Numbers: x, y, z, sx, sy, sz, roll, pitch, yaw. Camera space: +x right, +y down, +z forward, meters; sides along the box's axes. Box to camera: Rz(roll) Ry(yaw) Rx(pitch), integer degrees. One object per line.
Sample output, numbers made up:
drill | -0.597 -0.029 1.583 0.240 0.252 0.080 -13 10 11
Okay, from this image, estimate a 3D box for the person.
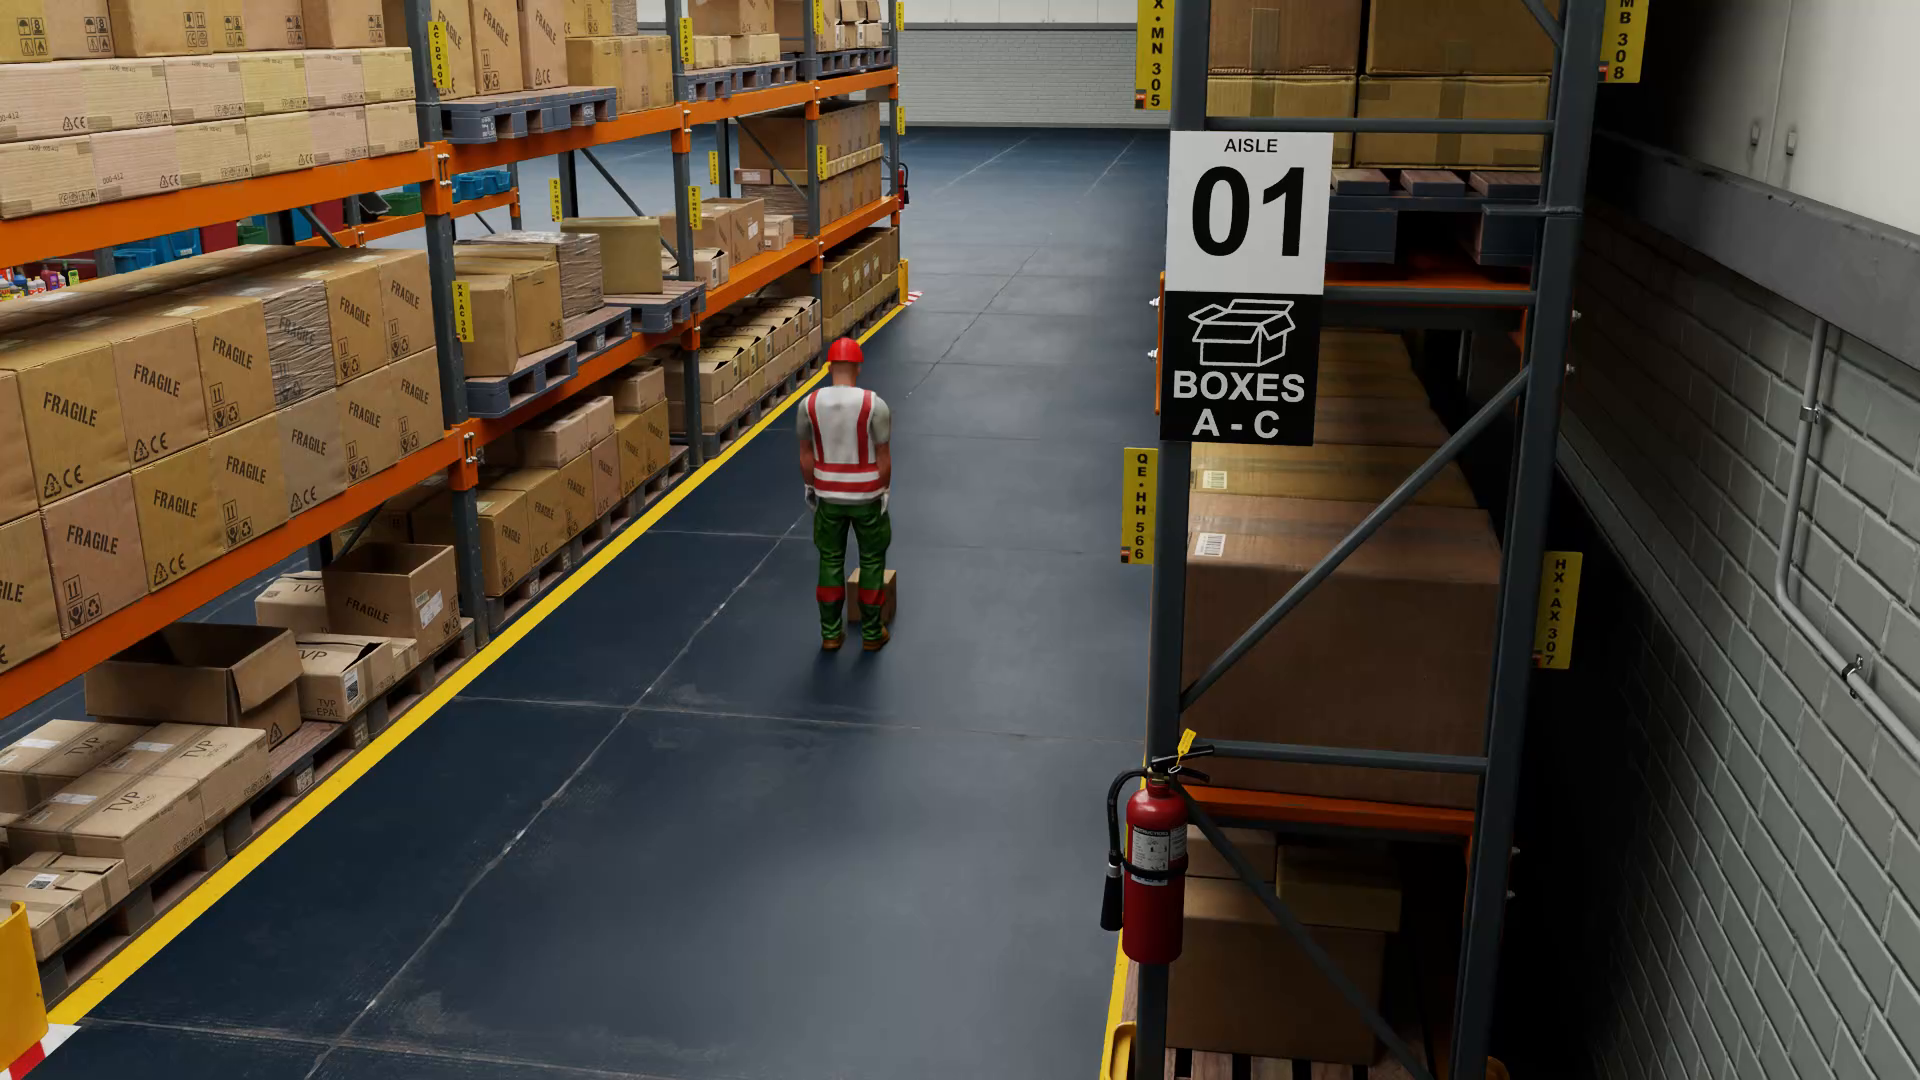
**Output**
person | -0.631 -0.251 9.329 0.530 1.776 0.371 3 18 10
